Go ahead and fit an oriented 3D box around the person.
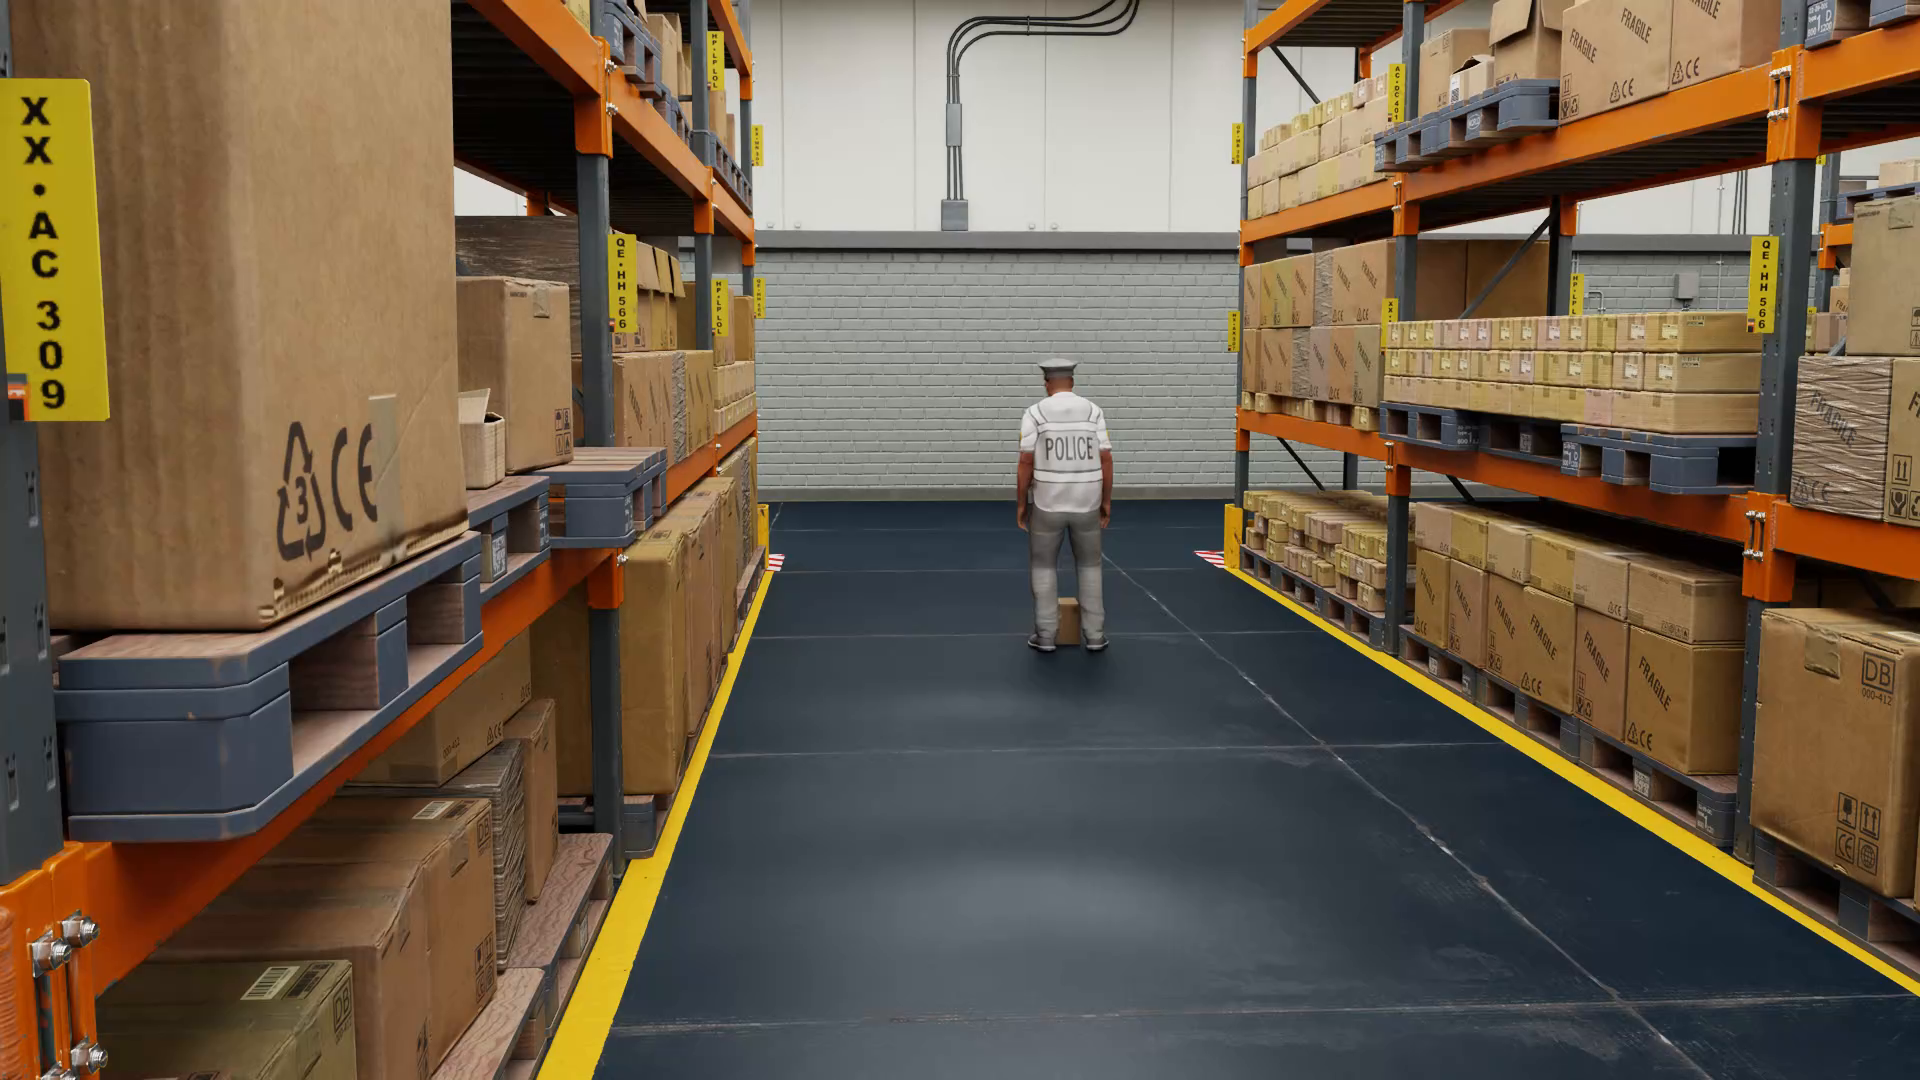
[{"bbox_3d":[0.629,-0.207,9.953,0.596,1.747,0.437,-1,7,-7],"label":"person"}]
